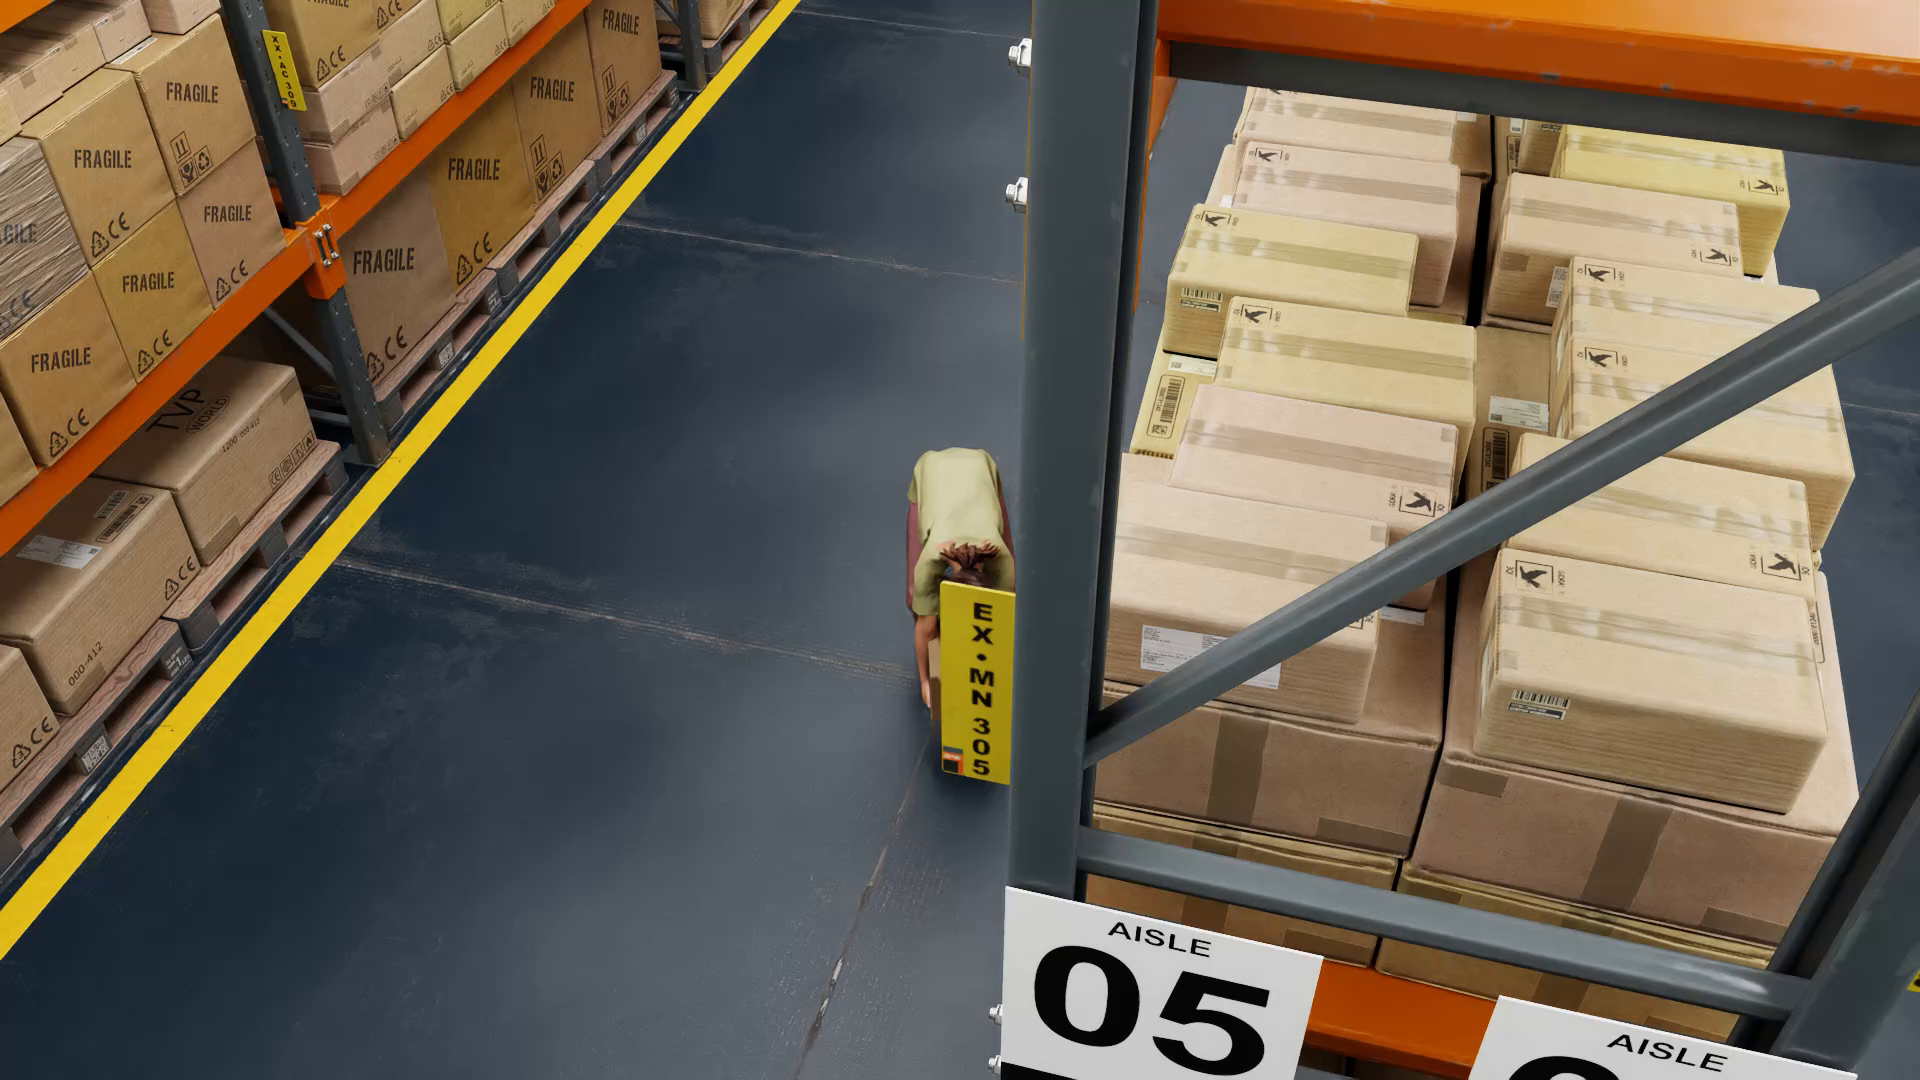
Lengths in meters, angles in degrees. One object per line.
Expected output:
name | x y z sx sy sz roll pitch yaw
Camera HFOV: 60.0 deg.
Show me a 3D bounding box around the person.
person | 0.020 0.226 6.409 0.444 1.006 0.867 -4 41 -5
